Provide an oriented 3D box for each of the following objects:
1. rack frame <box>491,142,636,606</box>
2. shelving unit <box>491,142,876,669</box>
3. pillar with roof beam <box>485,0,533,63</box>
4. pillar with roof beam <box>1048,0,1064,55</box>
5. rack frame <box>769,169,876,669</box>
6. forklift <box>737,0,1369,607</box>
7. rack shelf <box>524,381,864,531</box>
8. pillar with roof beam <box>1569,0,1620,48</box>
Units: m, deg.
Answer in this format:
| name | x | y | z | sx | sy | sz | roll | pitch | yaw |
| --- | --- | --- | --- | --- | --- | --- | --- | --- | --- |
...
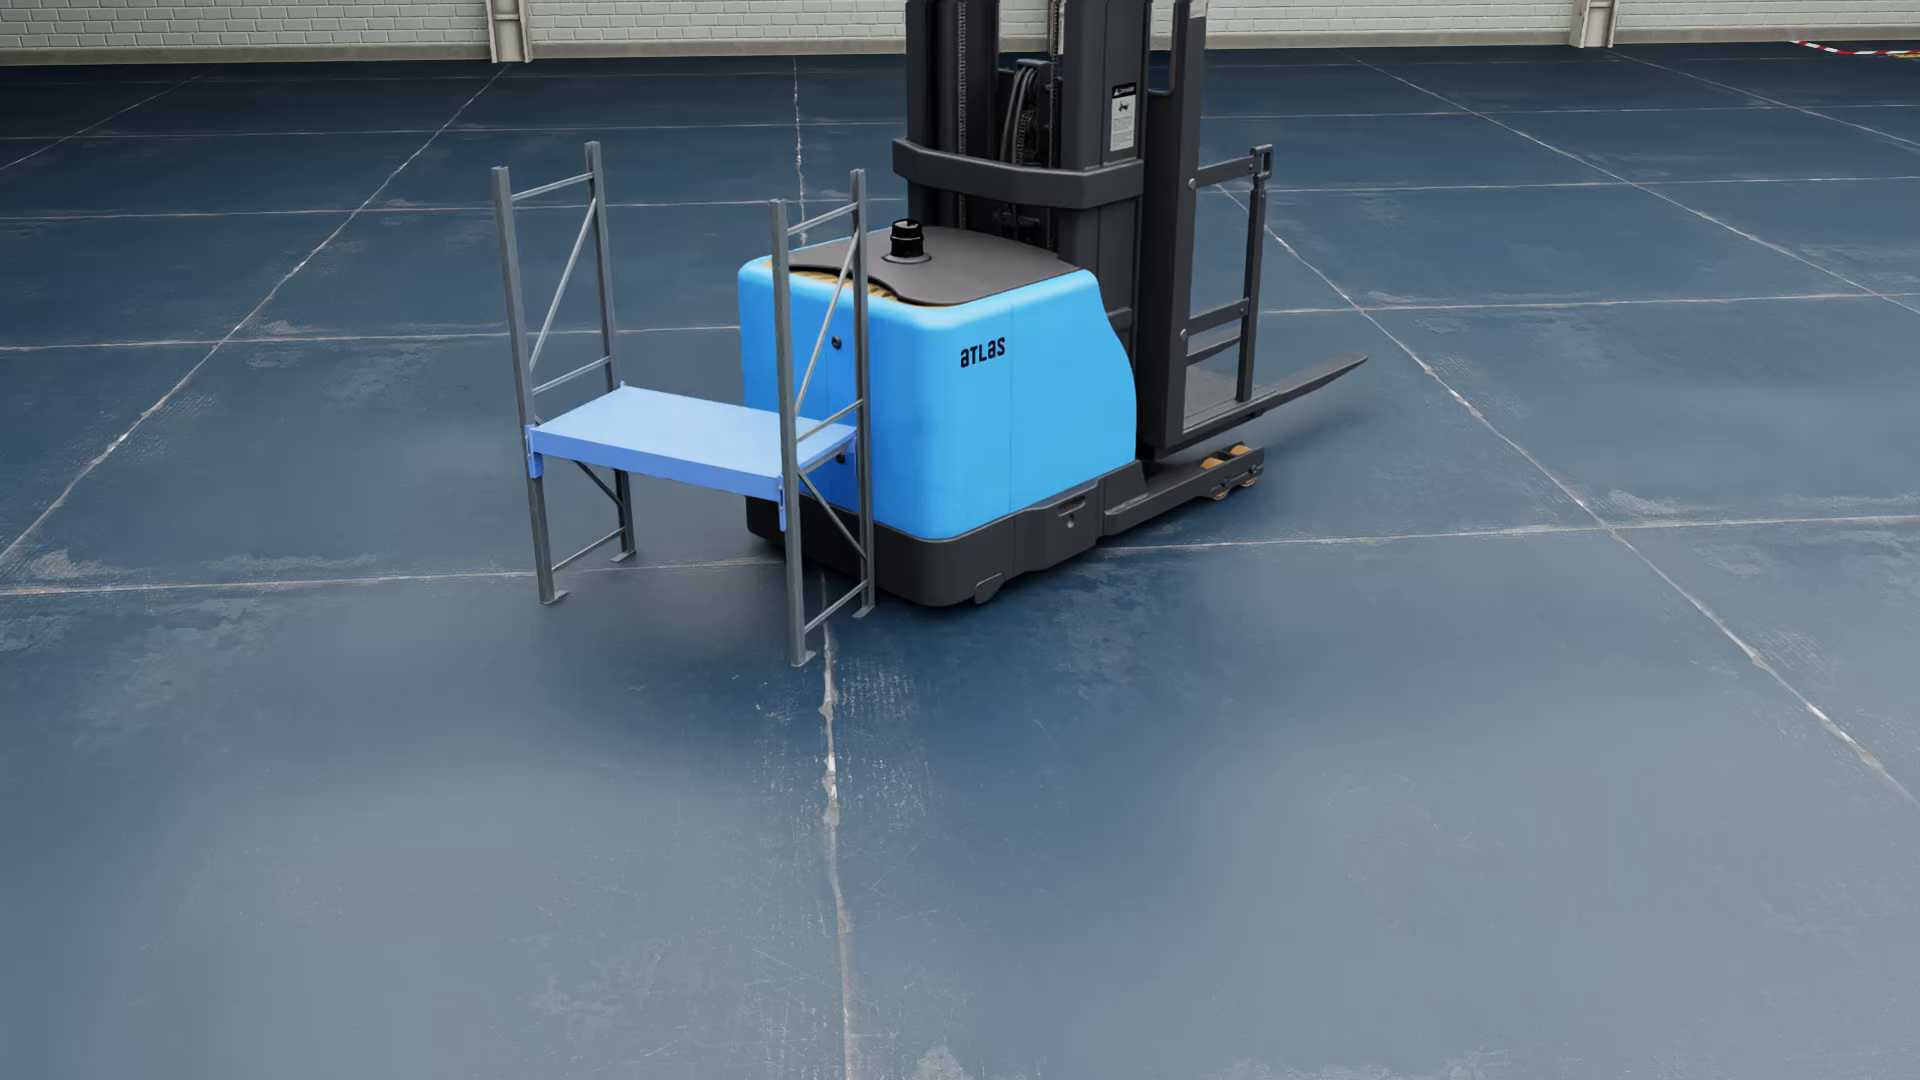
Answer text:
| name | x | y | z | sx | sy | sz | roll | pitch | yaw |
| --- | --- | --- | --- | --- | --- | --- | --- | --- | --- |
| rack frame | -1.325 | -0.552 | 5.644 | 0.032 | 1.500 | 0.500 | 12 | 26 | 24 |
| shelving unit | -0.871 | -0.459 | 5.436 | 1.048 | 1.500 | 0.538 | 12 | 26 | 24 |
| pillar with roof beam | -4.365 | -7.507 | 12.060 | 0.400 | 9.000 | 9.100 | -2 | 24 | -5 |
| pillar with roof beam | 1.606 | -7.746 | 12.598 | 0.400 | 9.000 | 9.100 | -2 | 24 | -5 |
| rack frame | -0.417 | -0.366 | 5.227 | 0.032 | 1.500 | 0.500 | 12 | 26 | 24 |
| forklift | 0.587 | -1.625 | 6.296 | 1.130 | 2.935 | 3.031 | 21 | 31 | 39 |
| rack shelf | -0.871 | -0.294 | 5.509 | 1.000 | 0.185 | 0.538 | 12 | 26 | 24 |
| pillar with roof beam | 7.576 | -7.986 | 13.137 | 0.400 | 9.000 | 9.100 | -2 | 24 | -5 |
